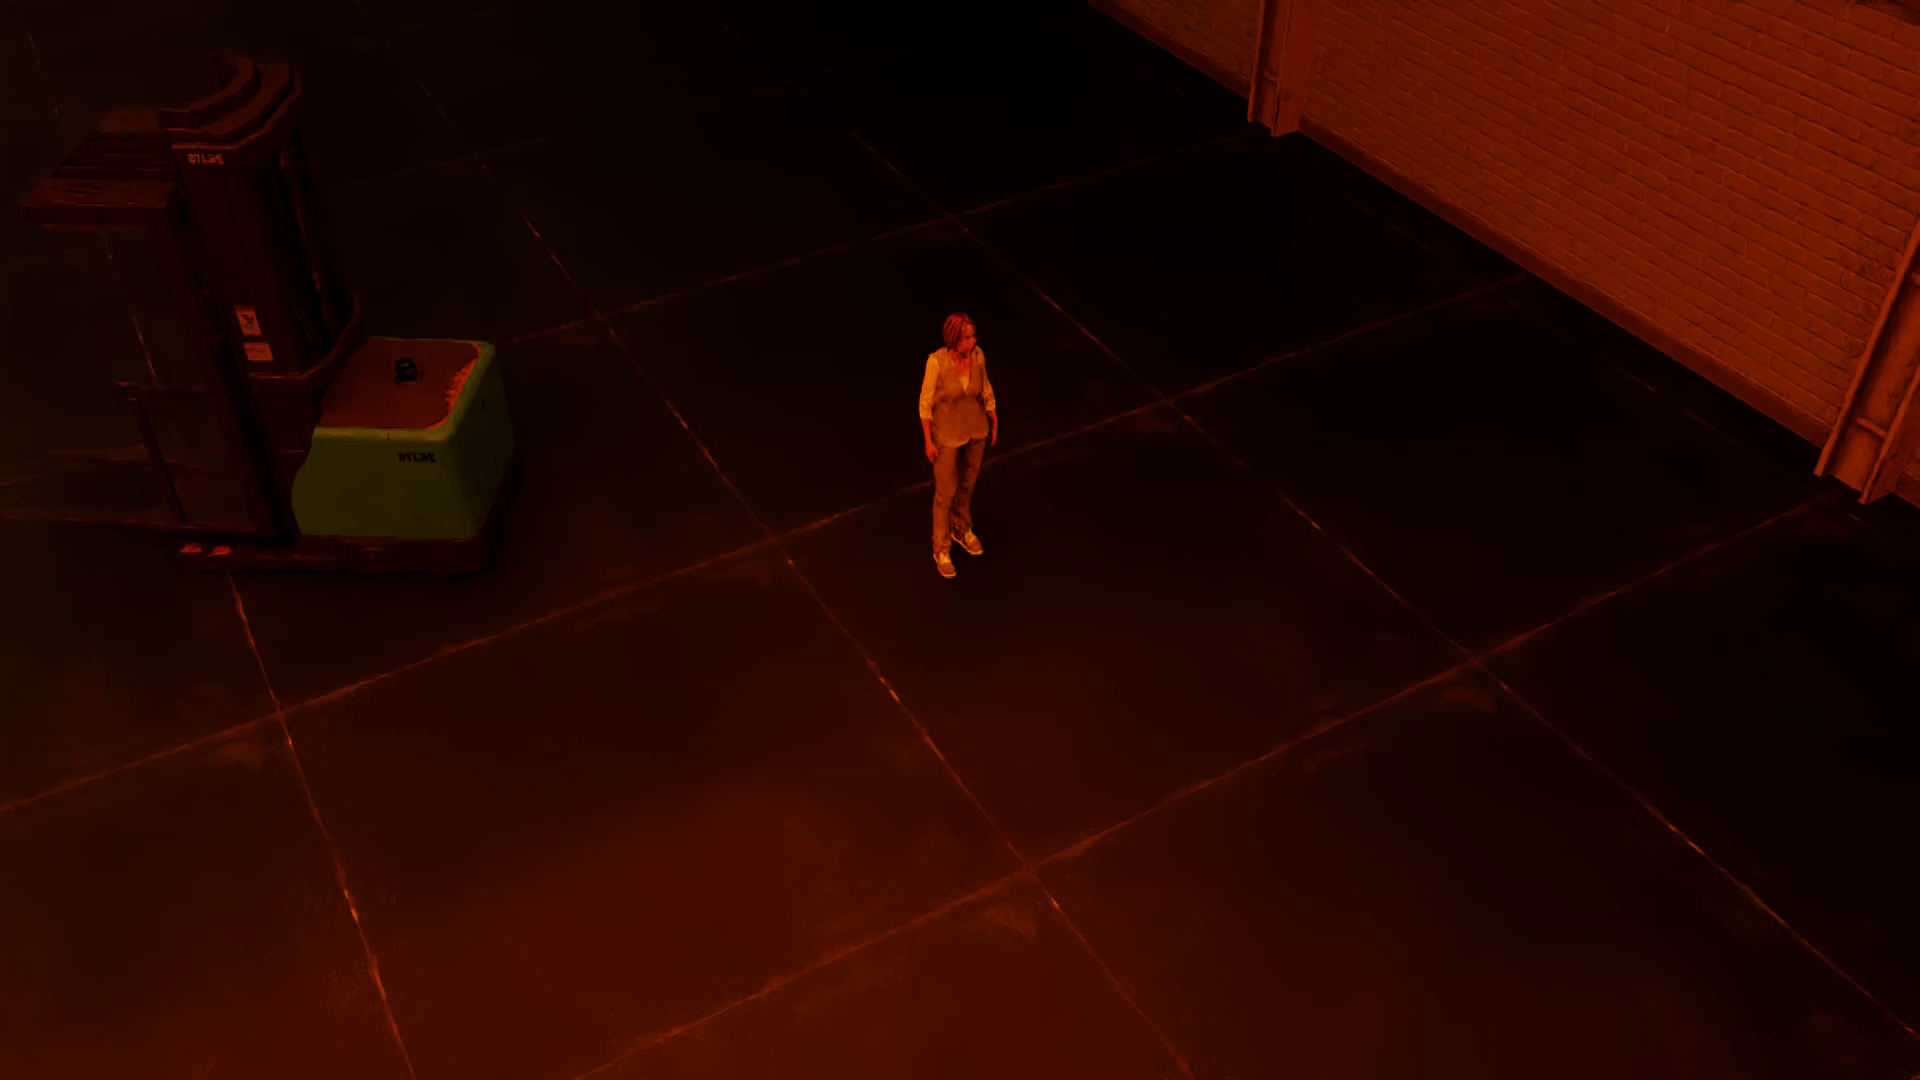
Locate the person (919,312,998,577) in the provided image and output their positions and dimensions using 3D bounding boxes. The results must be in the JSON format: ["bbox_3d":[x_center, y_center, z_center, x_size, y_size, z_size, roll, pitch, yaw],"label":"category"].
[{"bbox_3d":[0.025,-0.575,9.763,0.521,1.597,0.474,-20,44,-23],"label":"person"}]

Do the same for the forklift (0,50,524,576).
[{"bbox_3d":[-4.345,-1.266,9.562,3.031,2.935,1.130,2,40,2],"label":"forklift"}]
